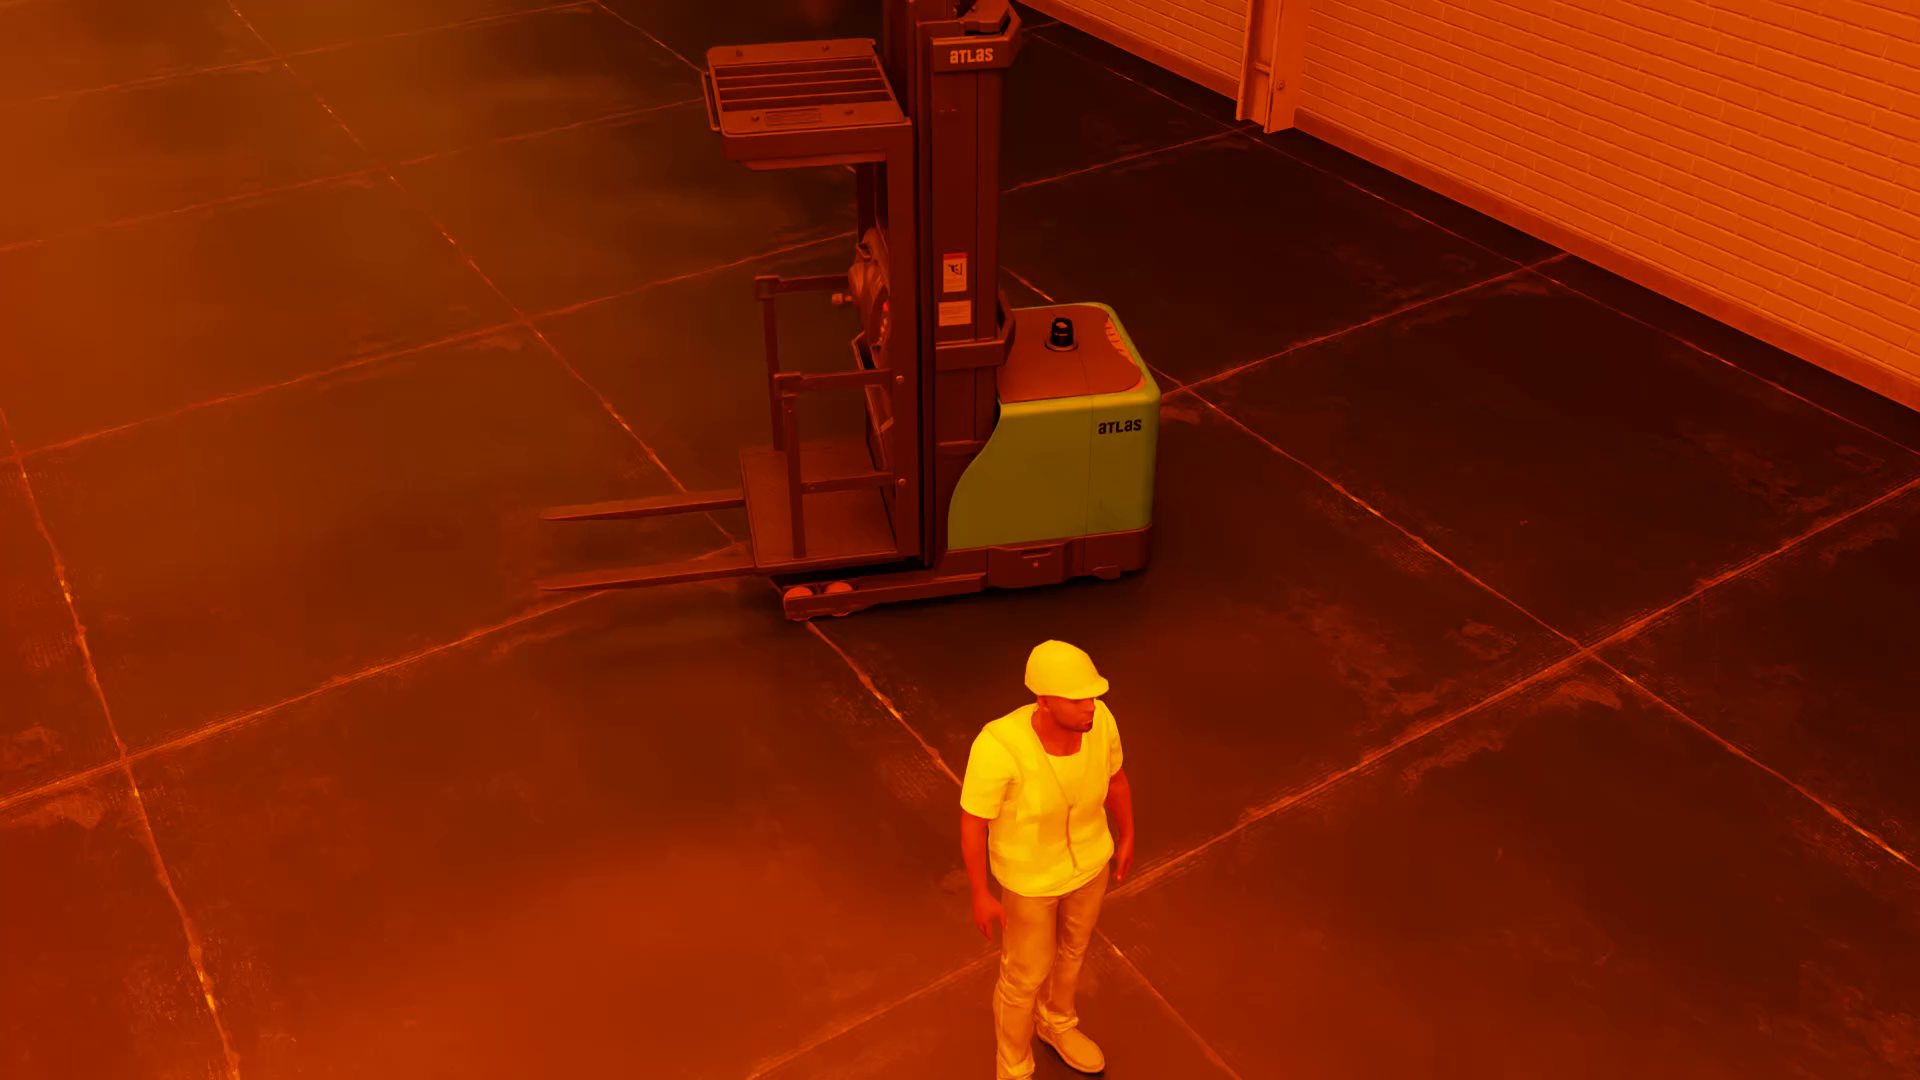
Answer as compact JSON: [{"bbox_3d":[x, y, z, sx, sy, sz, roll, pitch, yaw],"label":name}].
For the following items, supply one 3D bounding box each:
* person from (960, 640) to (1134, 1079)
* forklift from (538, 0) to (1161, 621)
[{"bbox_3d":[0.346,1.127,5.547,0.665,1.768,0.566,-20,40,-26],"label":"person"},{"bbox_3d":[-0.599,-1.134,7.761,3.031,2.935,1.130,-6,36,-9],"label":"forklift"}]
